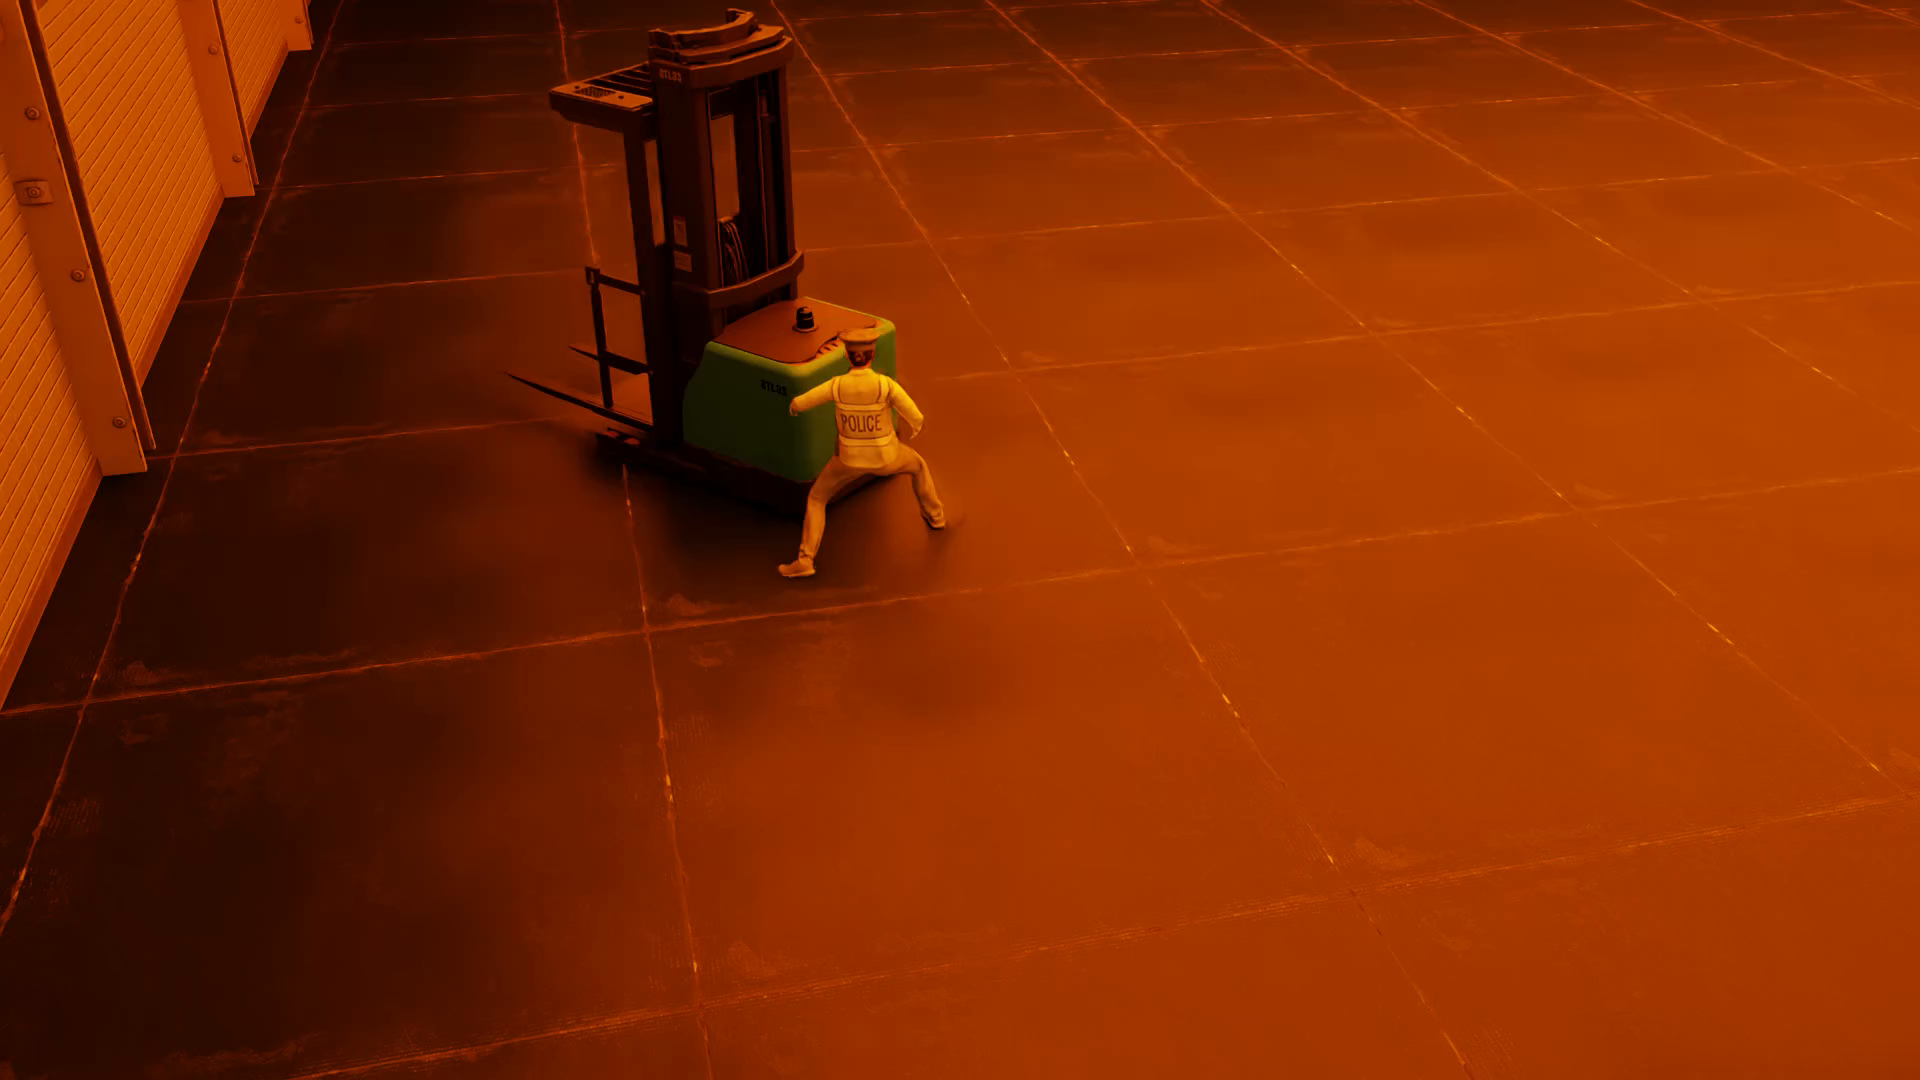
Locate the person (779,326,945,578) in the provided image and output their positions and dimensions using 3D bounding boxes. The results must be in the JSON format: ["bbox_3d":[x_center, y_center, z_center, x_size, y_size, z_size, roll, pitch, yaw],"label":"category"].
[{"bbox_3d":[-0.603,-0.595,10.084,0.997,1.518,0.923,1,30,2],"label":"person"}]

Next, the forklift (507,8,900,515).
[{"bbox_3d":[-1.897,-1.997,11.024,3.031,2.935,1.130,20,35,30],"label":"forklift"}]
